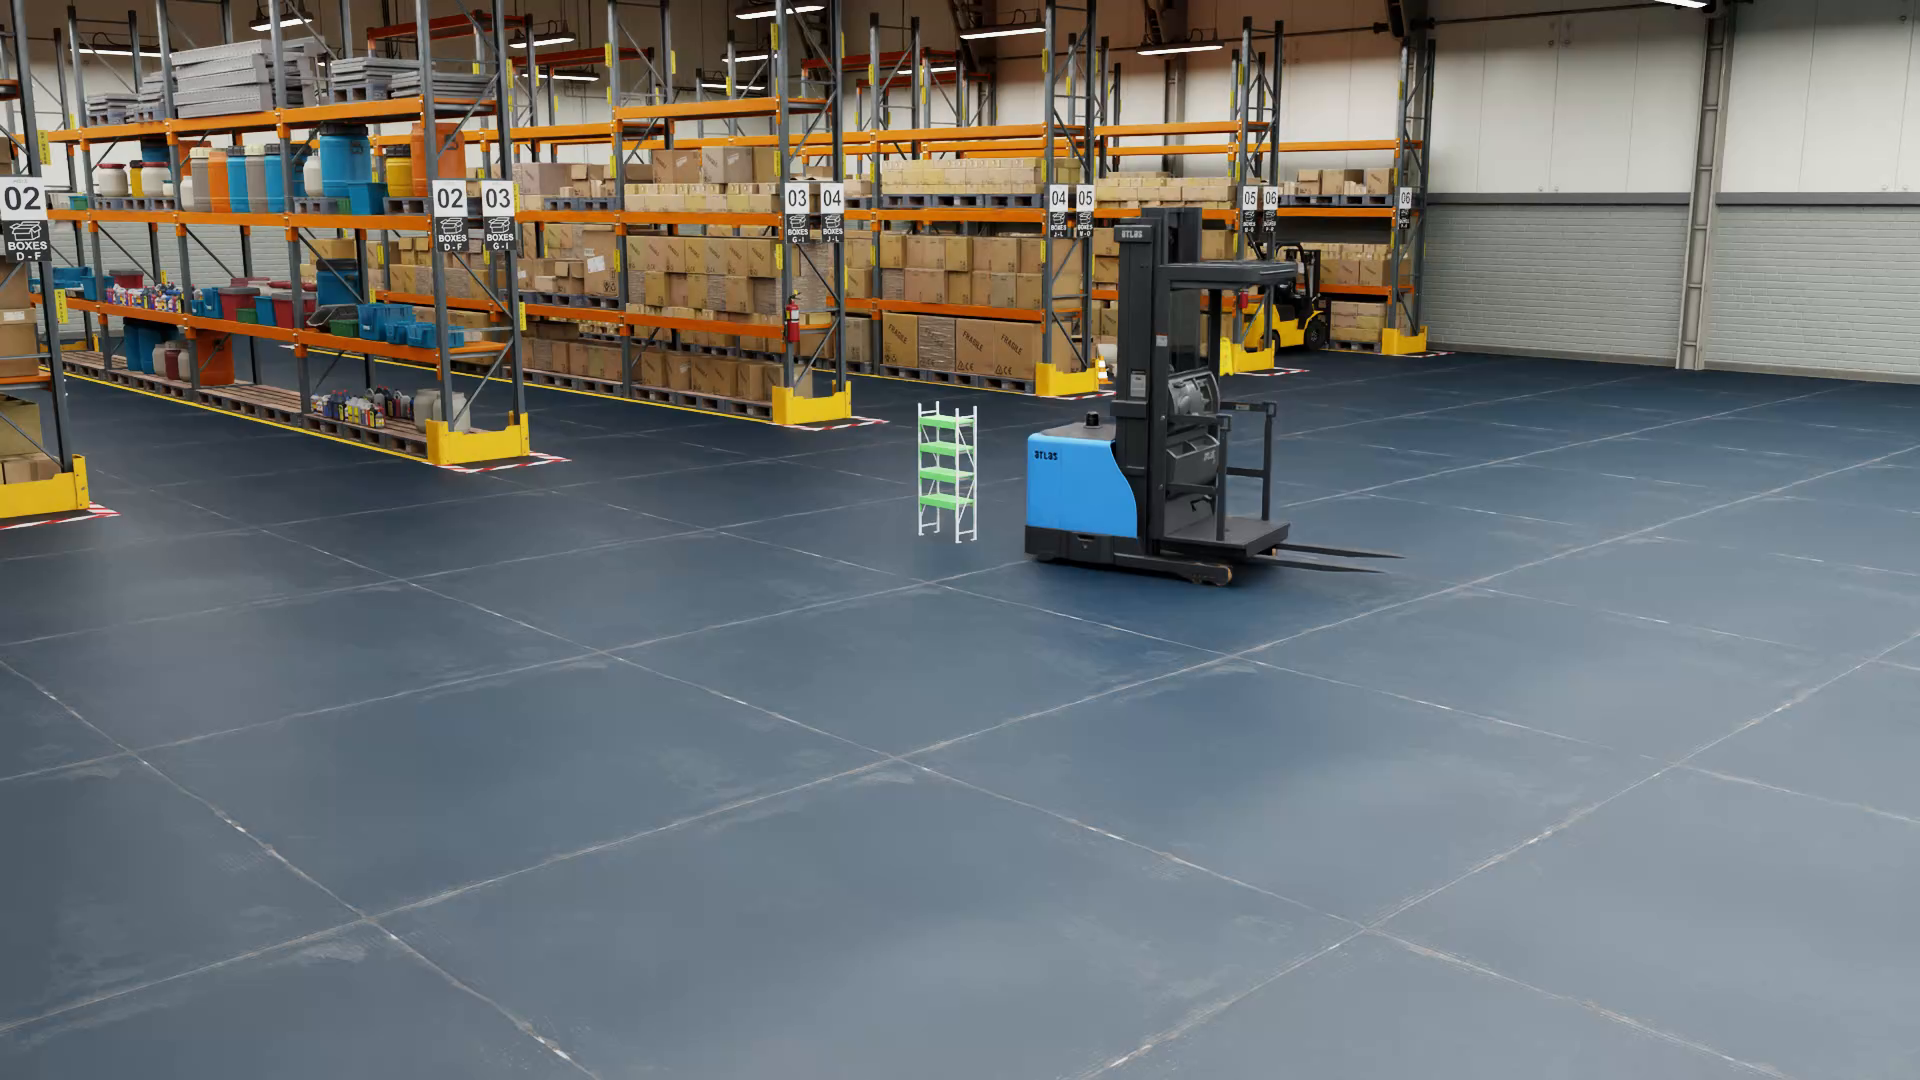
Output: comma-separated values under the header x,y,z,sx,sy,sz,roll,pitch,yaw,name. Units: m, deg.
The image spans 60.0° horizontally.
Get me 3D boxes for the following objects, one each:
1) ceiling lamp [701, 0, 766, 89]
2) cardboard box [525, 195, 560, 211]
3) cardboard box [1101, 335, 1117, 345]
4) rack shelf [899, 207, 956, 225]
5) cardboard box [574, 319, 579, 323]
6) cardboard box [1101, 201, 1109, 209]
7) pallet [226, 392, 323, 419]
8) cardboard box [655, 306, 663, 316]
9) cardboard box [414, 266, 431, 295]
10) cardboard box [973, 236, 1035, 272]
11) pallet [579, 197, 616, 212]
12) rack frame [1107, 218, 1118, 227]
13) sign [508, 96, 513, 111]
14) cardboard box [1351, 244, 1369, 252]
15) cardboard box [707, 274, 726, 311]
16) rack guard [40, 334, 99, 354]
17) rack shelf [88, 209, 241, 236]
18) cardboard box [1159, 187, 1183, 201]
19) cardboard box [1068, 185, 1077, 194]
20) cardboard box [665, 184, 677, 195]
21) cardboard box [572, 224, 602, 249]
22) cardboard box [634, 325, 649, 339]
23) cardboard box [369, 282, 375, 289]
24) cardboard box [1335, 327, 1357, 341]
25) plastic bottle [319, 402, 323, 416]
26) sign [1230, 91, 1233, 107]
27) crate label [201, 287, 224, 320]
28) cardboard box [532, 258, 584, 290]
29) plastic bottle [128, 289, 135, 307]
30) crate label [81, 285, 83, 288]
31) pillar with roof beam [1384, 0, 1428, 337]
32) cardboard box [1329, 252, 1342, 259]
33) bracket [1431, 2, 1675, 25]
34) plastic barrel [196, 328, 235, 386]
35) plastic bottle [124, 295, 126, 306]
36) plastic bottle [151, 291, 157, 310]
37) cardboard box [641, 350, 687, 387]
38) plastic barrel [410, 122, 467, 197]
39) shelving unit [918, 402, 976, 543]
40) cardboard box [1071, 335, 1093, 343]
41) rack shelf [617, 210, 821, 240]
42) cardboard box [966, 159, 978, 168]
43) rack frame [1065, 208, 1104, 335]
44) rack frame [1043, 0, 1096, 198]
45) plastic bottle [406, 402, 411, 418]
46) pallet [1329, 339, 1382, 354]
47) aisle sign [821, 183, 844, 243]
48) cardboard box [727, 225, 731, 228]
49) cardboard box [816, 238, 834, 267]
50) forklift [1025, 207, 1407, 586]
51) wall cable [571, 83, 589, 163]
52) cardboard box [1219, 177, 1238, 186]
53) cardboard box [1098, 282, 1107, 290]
x,y,z,sx,sy,sz,roll,pitch,yaw,name
-5.813,-13.386,43.120,2.000,3.185,0.800,-11,16,-43,ceiling lamp
-6.651,-5.425,26.746,0.500,0.250,0.500,-10,16,-41,cardboard box
3.011,-3.738,31.394,0.500,0.250,0.500,-10,15,-39,cardboard box
-1.722,-7.071,36.150,1.077,0.370,4.000,-11,16,-43,rack shelf
-8.071,-4.745,35.794,0.380,0.149,0.250,-10,15,-40,cardboard box
2.851,-6.279,31.142,0.380,0.149,0.250,-11,16,-43,cardboard box
-9.745,-1.929,23.753,1.003,0.211,1.213,-11,16,-43,pallet
-4.279,-3.396,24.582,0.380,0.149,0.250,-11,16,-43,cardboard box
-9.440,-4.666,29.879,0.500,0.500,0.500,11,16,44,cardboard box
0.711,-4.621,26.857,0.875,0.550,0.550,-11,16,-43,cardboard box
-5.095,-5.180,25.653,1.213,0.211,1.003,-11,16,-43,pallet
3.247,-6.355,38.323,1.000,3.000,0.127,-11,16,-43,rack frame
-9.768,-9.485,36.136,0.100,0.325,0.005,-11,16,-43,sign
7.979,-5.789,32.983,0.380,0.149,0.250,-10,16,-41,cardboard box
-3.089,-3.528,23.618,0.875,0.500,0.500,-11,16,-43,cardboard box
-16.641,-3.536,30.838,1.175,0.500,0.348,-11,16,-43,rack guard
-12.471,-5.000,26.097,1.077,0.370,4.000,-11,16,-43,rack shelf
3.928,-6.222,29.880,0.500,0.250,0.500,-10,16,-41,cardboard box
1.669,-5.486,26.007,0.380,0.149,0.250,-11,16,-42,cardboard box
-4.017,-5.046,23.919,0.380,0.149,0.250,-11,16,-44,cardboard box
-7.837,-6.409,35.121,0.500,0.500,0.500,-10,16,-41,cardboard box
-6.295,-4.379,33.884,0.500,0.500,0.500,-10,15,-40,cardboard box
-10.896,-4.779,31.296,0.380,0.149,0.250,-10,16,-41,cardboard box
7.882,-4.145,33.369,0.500,0.250,0.500,-11,16,-43,cardboard box
-8.284,-1.715,21.649,0.097,0.201,0.097,0,12,0,plastic bottle
5.625,-9.128,34.407,0.100,0.325,0.005,-11,16,-43,sign
-10.600,-3.426,24.020,0.502,0.435,0.616,-11,16,-43,crate label
-6.648,-4.396,27.525,0.700,0.500,0.500,-8,14,-34,cardboard box
-13.169,-3.859,26.515,0.152,0.276,0.135,-11,16,-43,plastic bottle
-15.521,-4.484,29.747,0.396,0.136,0.243,-11,16,-43,crate label
5.829,-7.753,30.242,9.100,9.000,0.548,-11,16,-43,pillar with roof beam
7.615,-5.715,33.364,0.250,0.149,0.380,11,16,43,cardboard box
10.764,-9.627,30.419,0.076,0.066,4.783,-11,16,-43,bracket
-11.440,-2.803,25.422,0.600,0.830,0.708,-11,16,-43,plastic barrel
-13.361,-3.855,26.681,0.097,0.201,0.097,0,12,0,plastic bottle
-12.467,-3.701,25.730,0.061,0.283,0.133,-11,16,-43,plastic bottle
-4.498,-2.615,25.326,0.500,0.500,0.500,11,16,43,cardboard box
-5.993,-4.362,19.113,0.600,0.830,0.708,-11,16,-43,plastic barrel
-0.114,-0.612,14.908,0.258,1.200,0.503,-11,16,-43,shelving unit
2.178,-3.510,30.702,0.500,0.500,0.500,-1,12,-4,cardboard box
-3.364,-4.523,23.780,1.077,0.370,4.000,-11,16,-43,rack shelf
0.318,-5.969,26.376,0.380,0.149,0.250,-11,16,-43,cardboard box
2.422,-5.079,32.130,1.000,3.000,0.127,-11,16,-43,rack frame
1.674,-6.729,25.271,1.000,3.000,0.127,-11,16,-43,rack frame
-7.108,-1.686,21.506,0.097,0.201,0.097,0,12,0,plastic bottle
8.213,-3.927,33.451,1.003,0.211,1.213,-11,16,-43,pallet
-1.723,-4.420,22.490,0.394,0.787,0.004,-11,16,-43,aisle sign
-5.296,-7.478,39.442,0.250,0.149,0.380,11,16,43,cardboard box
-2.141,-5.133,29.668,0.700,0.500,0.500,-11,16,-42,cardboard box
2.078,-1.191,13.428,3.031,2.935,1.130,7,14,30,forklift
-9.997,-10.559,43.864,0.463,3.000,0.029,-11,16,-43,wall cable
4.737,-6.240,28.978,0.380,0.149,0.250,-11,16,-42,cardboard box
2.825,-4.801,31.404,0.380,0.149,0.250,-11,16,-43,cardboard box
